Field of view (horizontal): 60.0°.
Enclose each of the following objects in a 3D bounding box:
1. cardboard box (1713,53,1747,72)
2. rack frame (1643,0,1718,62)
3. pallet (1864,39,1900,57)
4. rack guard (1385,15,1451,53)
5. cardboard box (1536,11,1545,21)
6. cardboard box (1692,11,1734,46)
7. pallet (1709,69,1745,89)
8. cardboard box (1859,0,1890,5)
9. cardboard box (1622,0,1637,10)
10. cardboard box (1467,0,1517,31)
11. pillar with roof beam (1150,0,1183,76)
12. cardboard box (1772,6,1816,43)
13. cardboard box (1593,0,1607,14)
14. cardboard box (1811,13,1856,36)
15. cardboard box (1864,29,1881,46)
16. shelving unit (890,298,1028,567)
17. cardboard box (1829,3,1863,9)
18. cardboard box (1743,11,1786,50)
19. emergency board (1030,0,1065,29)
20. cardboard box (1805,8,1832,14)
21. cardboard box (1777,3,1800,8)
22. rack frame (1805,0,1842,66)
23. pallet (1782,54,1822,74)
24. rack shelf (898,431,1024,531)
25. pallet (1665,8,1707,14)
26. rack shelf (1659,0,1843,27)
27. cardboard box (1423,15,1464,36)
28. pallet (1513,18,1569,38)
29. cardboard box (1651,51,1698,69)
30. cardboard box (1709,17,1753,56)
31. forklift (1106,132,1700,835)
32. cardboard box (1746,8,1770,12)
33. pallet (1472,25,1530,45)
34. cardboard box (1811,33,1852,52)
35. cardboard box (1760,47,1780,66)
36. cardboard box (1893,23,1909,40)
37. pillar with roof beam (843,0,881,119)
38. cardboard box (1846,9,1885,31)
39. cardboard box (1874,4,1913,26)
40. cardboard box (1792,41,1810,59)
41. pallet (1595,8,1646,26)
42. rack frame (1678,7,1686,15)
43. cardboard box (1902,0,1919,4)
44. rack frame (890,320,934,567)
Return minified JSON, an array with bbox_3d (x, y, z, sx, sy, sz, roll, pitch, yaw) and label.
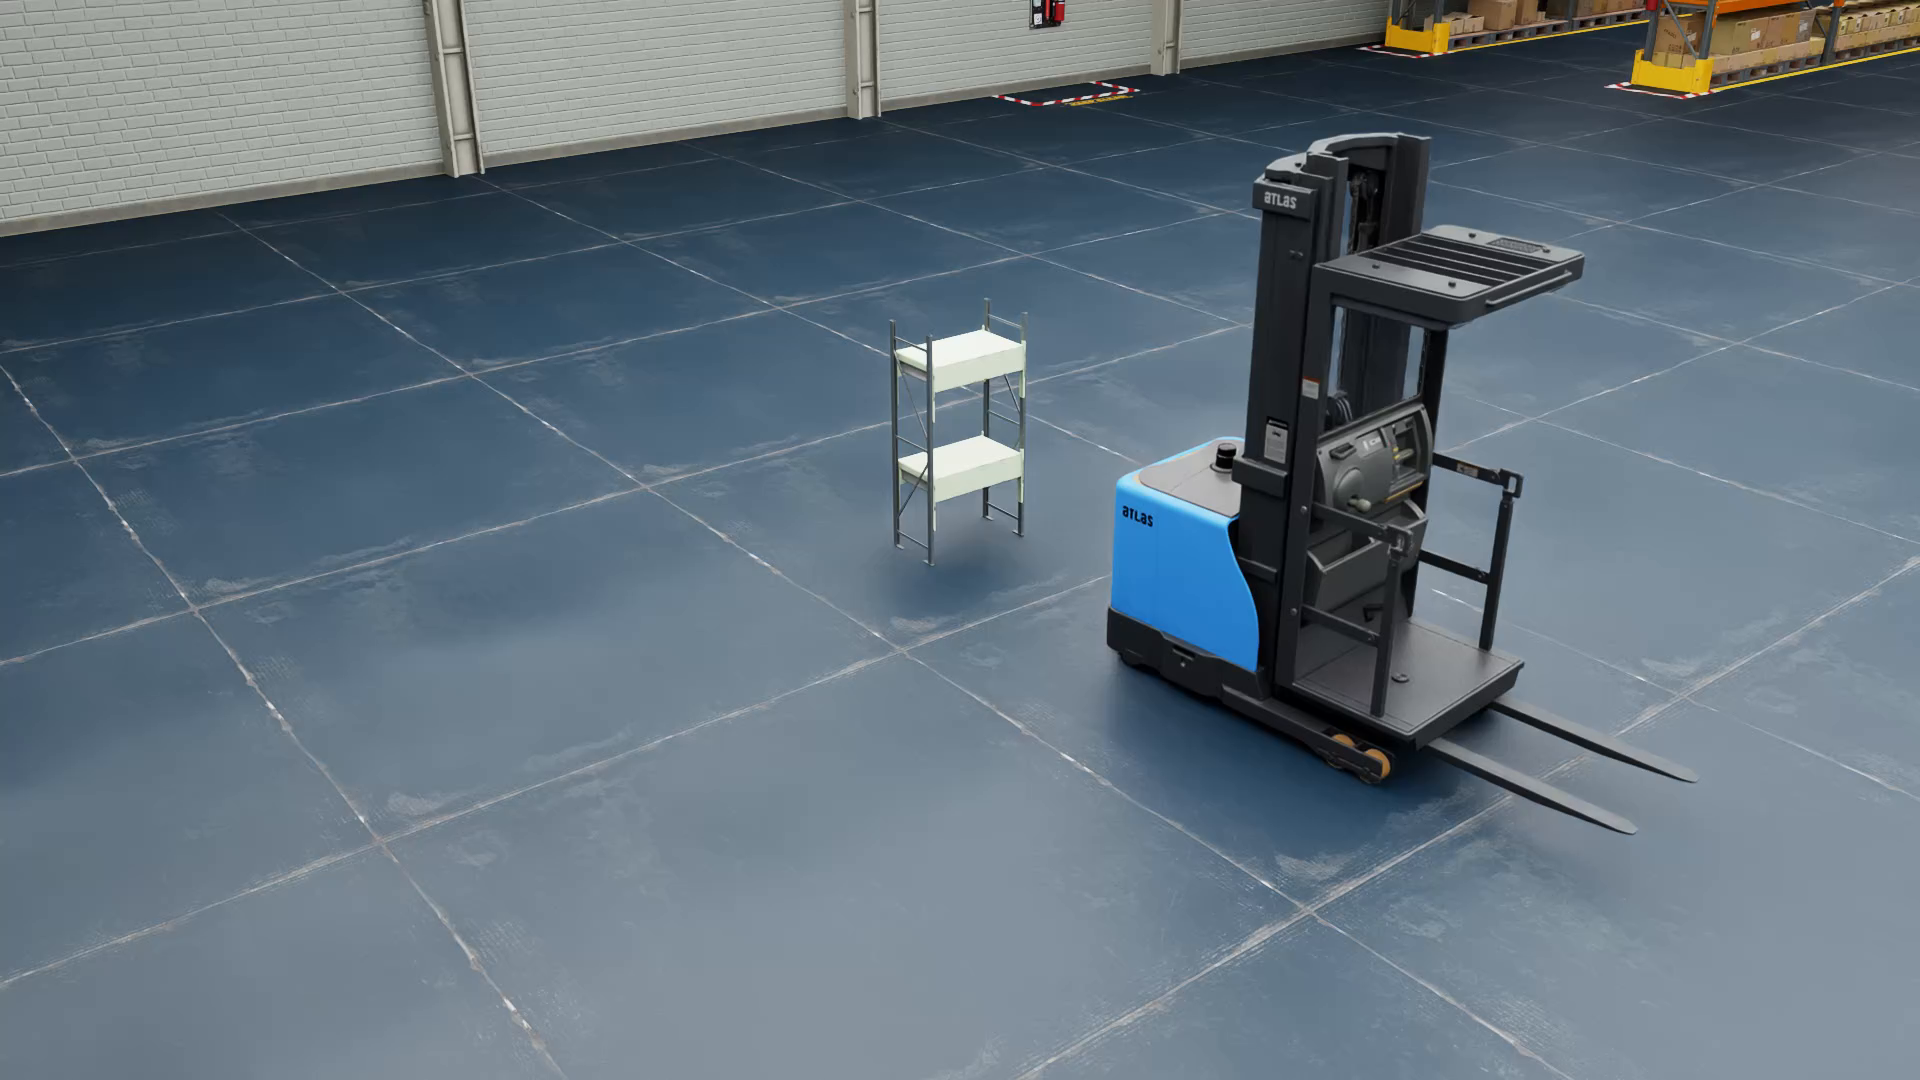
[{"bbox_3d":[12.057,-7.587,26.301,0.500,0.250,0.500,-18,31,-34],"label":"cardboard box"},{"bbox_3d":[11.107,-8.447,25.387,0.127,3.000,1.000,-18,31,-34],"label":"rack frame"},{"bbox_3d":[15.771,-8.744,29.340,1.213,0.211,1.003,-18,31,-34],"label":"pallet"},{"bbox_3d":[8.107,-8.973,29.490,0.348,0.500,1.175,-18,31,-34],"label":"rack guard"},{"bbox_3d":[10.792,-9.891,31.343,0.380,0.166,0.250,22,33,39],"label":"cardboard box"},{"bbox_3d":[12.123,-8.233,26.802,0.500,0.500,0.500,-18,31,-34],"label":"cardboard box"},{"bbox_3d":[11.683,-7.394,26.432,1.213,0.211,1.003,-18,31,-34],"label":"pallet"},{"bbox_3d":[16.401,-9.544,29.854,0.500,0.311,0.500,-19,31,-35],"label":"cardboard box"},{"bbox_3d":[12.958,-10.793,32.888,0.500,0.500,0.700,-18,31,-34],"label":"cardboard box"},{"bbox_3d":[9.704,-9.624,30.371,0.500,0.500,0.700,-21,32,-37],"label":"cardboard box"},{"bbox_3d":[5.999,-10.292,22.236,0.400,9.000,9.100,-18,31,-34],"label":"pillar with roof beam"},{"bbox_3d":[13.624,-8.450,27.271,0.500,0.500,0.500,-18,31,-34],"label":"cardboard box"},{"bbox_3d":[12.140,-10.539,32.342,0.500,0.500,0.700,-19,31,-35],"label":"cardboard box"},{"bbox_3d":[14.734,-8.708,28.052,0.500,0.311,0.500,-18,30,-34],"label":"cardboard box"},{"bbox_3d":[15.534,-8.720,28.742,0.500,0.250,0.500,-19,31,-36],"label":"cardboard box"},{"bbox_3d":[-0.005,-0.679,10.431,0.755,1.500,0.431,-18,31,-34],"label":"shelving unit"},{"bbox_3d":[15.594,-9.279,29.282,0.500,0.311,0.500,-19,31,-35],"label":"cardboard box"},{"bbox_3d":[12.848,-8.184,26.699,0.500,0.500,0.500,-18,31,-34],"label":"cardboard box"},{"bbox_3d":[1.375,-8.367,25.216,0.643,1.169,0.194,-18,31,-34],"label":"emergency board"},{"bbox_3d":[14.802,-9.021,28.725,0.500,0.311,0.500,-17,30,-33],"label":"cardboard box"},{"bbox_3d":[13.697,-8.752,27.922,0.500,0.500,0.500,-18,31,-34],"label":"cardboard box"},{"bbox_3d":[14.255,-9.486,27.626,0.127,3.000,1.000,-18,31,-34],"label":"rack frame"},{"bbox_3d":[13.603,-8.028,27.798,1.213,0.211,1.003,-18,31,-34],"label":"pallet"},{"bbox_3d":[-0.005,-0.383,10.568,0.720,0.370,0.431,-18,31,-34],"label":"rack shelf"},{"bbox_3d":[15.010,-11.080,34.373,1.213,0.211,1.003,-18,31,-34],"label":"pallet"},{"bbox_3d":[12.681,-8.640,26.658,4.000,0.370,1.077,-18,31,-34],"label":"rack shelf"},{"bbox_3d":[8.647,-9.217,29.717,0.500,0.311,0.500,-23,33,-40],"label":"cardboard box"},{"bbox_3d":[10.688,-9.675,31.346,1.213,0.211,1.003,-18,31,-34],"label":"pallet"},{"bbox_3d":[11.347,-7.627,26.388,0.500,0.250,0.500,-18,31,-34],"label":"cardboard box"},{"bbox_3d":[12.059,-7.926,26.142,0.500,0.500,0.500,-18,31,-34],"label":"cardboard box"},{"bbox_3d":[2.198,-0.376,8.079,1.130,2.935,3.031,-22,33,-38],"label":"forklift"},{"bbox_3d":[12.910,-8.493,27.363,0.500,0.500,0.500,-18,31,-34],"label":"cardboard box"},{"bbox_3d":[9.728,-9.356,30.659,1.213,0.211,1.003,-18,31,-34],"label":"pallet"},{"bbox_3d":[14.725,-8.452,28.165,0.500,0.250,0.500,-19,31,-35],"label":"cardboard box"},{"bbox_3d":[12.848,-7.845,26.857,0.500,0.250,0.500,-18,31,-34],"label":"cardboard box"},{"bbox_3d":[16.338,-8.986,29.316,0.500,0.250,0.500,-17,30,-33],"label":"cardboard box"},{"bbox_3d":[1.278,-8.733,18.878,0.400,9.000,9.100,-18,31,-34],"label":"pillar with roof beam"},{"bbox_3d":[15.537,-8.971,28.619,0.500,0.311,0.500,-19,31,-36],"label":"cardboard box"},{"bbox_3d":[16.338,-9.237,29.192,0.500,0.311,0.500,-18,31,-34],"label":"cardboard box"},{"bbox_3d":[13.625,-8.110,27.428,0.500,0.250,0.500,-18,31,-34],"label":"cardboard box"},{"bbox_3d":[12.767,-10.382,32.870,1.213,0.211,1.003,-18,31,-34],"label":"pallet"},{"bbox_3d":[14.343,-12.165,33.399,0.127,3.000,1.000,-18,31,-34],"label":"rack frame"},{"bbox_3d":[17.142,-9.505,29.768,0.500,0.311,0.500,-17,30,-33],"label":"cardboard box"},{"bbox_3d":[-0.293,-0.583,10.226,0.023,1.500,0.400,-18,31,-34],"label":"rack frame"}]
